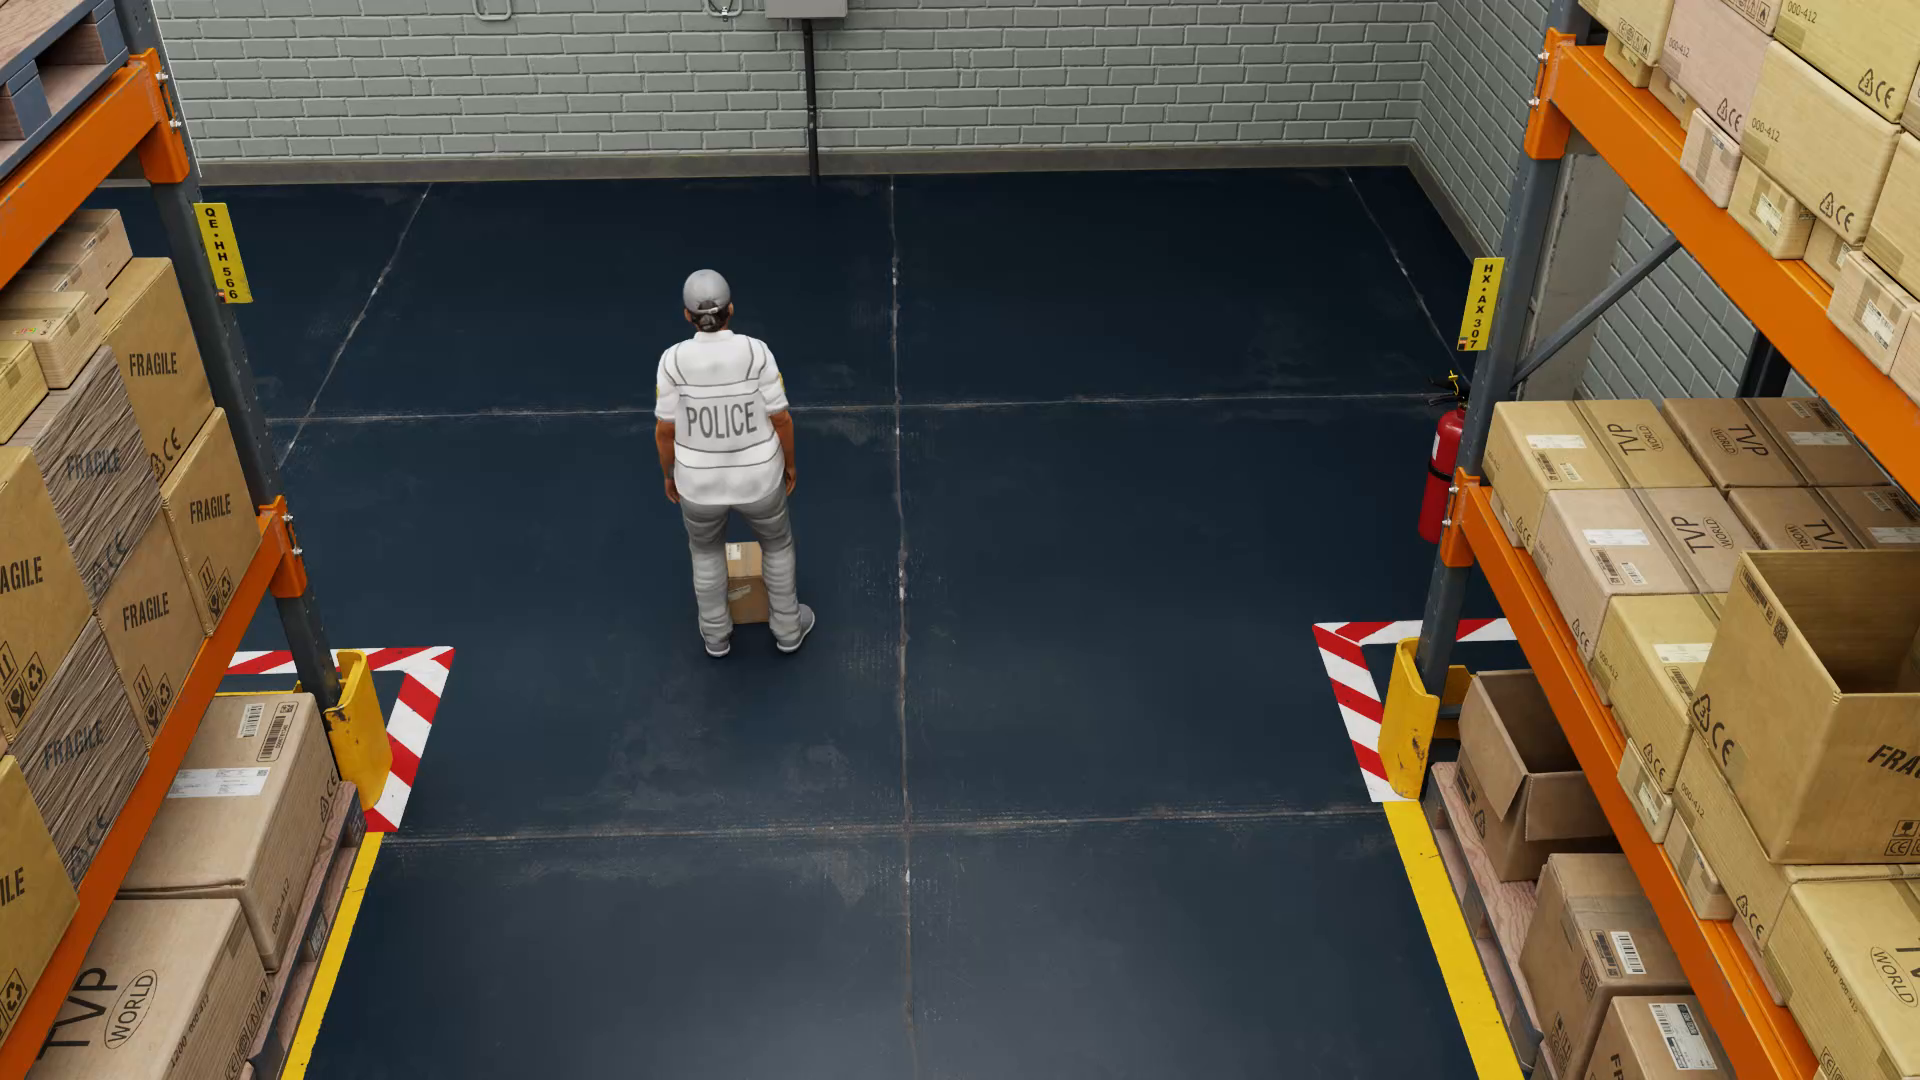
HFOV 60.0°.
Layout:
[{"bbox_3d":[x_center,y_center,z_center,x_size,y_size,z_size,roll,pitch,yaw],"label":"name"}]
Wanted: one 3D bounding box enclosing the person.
[{"bbox_3d":[-0.888,-0.268,6.518,0.558,1.665,0.468,-4,36,-5],"label":"person"}]
